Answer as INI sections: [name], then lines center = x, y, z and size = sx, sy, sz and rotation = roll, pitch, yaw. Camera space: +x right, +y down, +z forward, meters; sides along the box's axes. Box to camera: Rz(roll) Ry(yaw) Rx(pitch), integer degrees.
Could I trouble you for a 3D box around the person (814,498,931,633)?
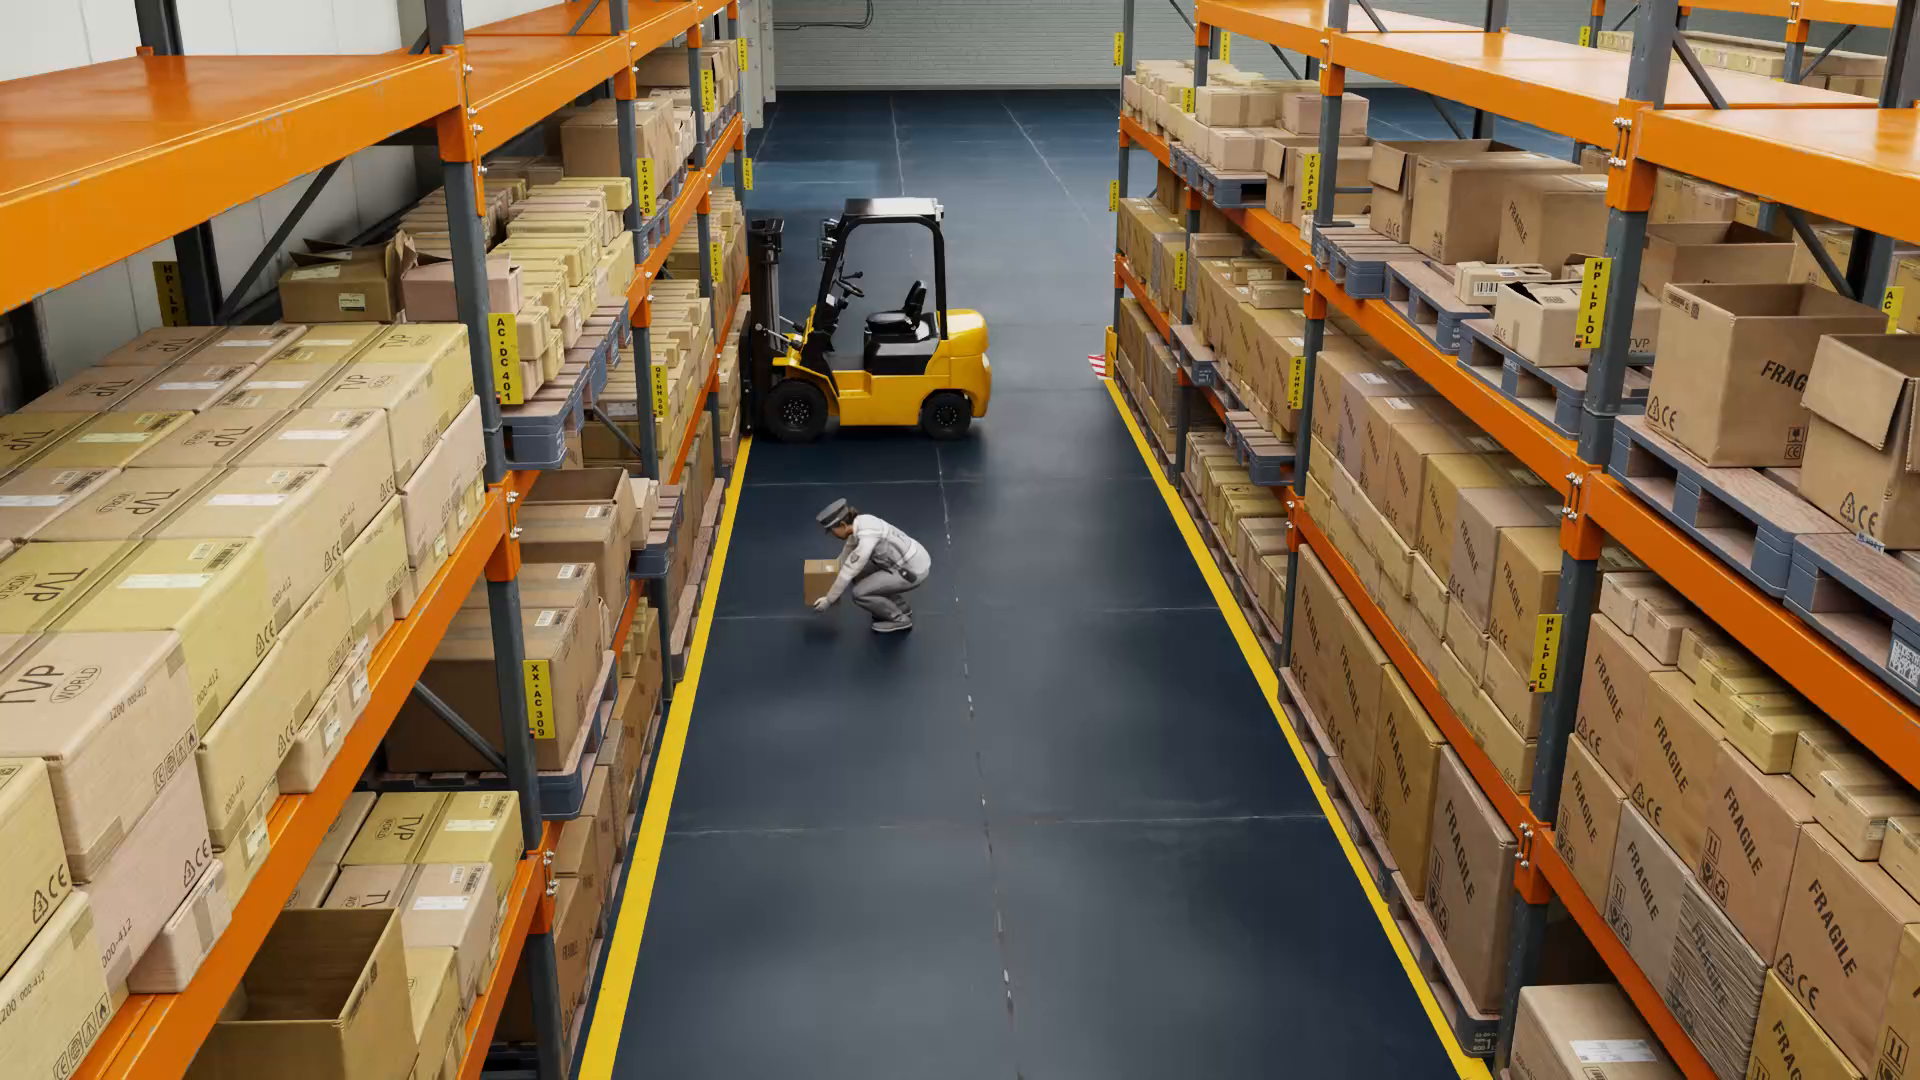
[person]
center = -0.621, 0.157, 11.680
size = 0.829, 0.958, 0.495
rotation = -1, 21, -3
